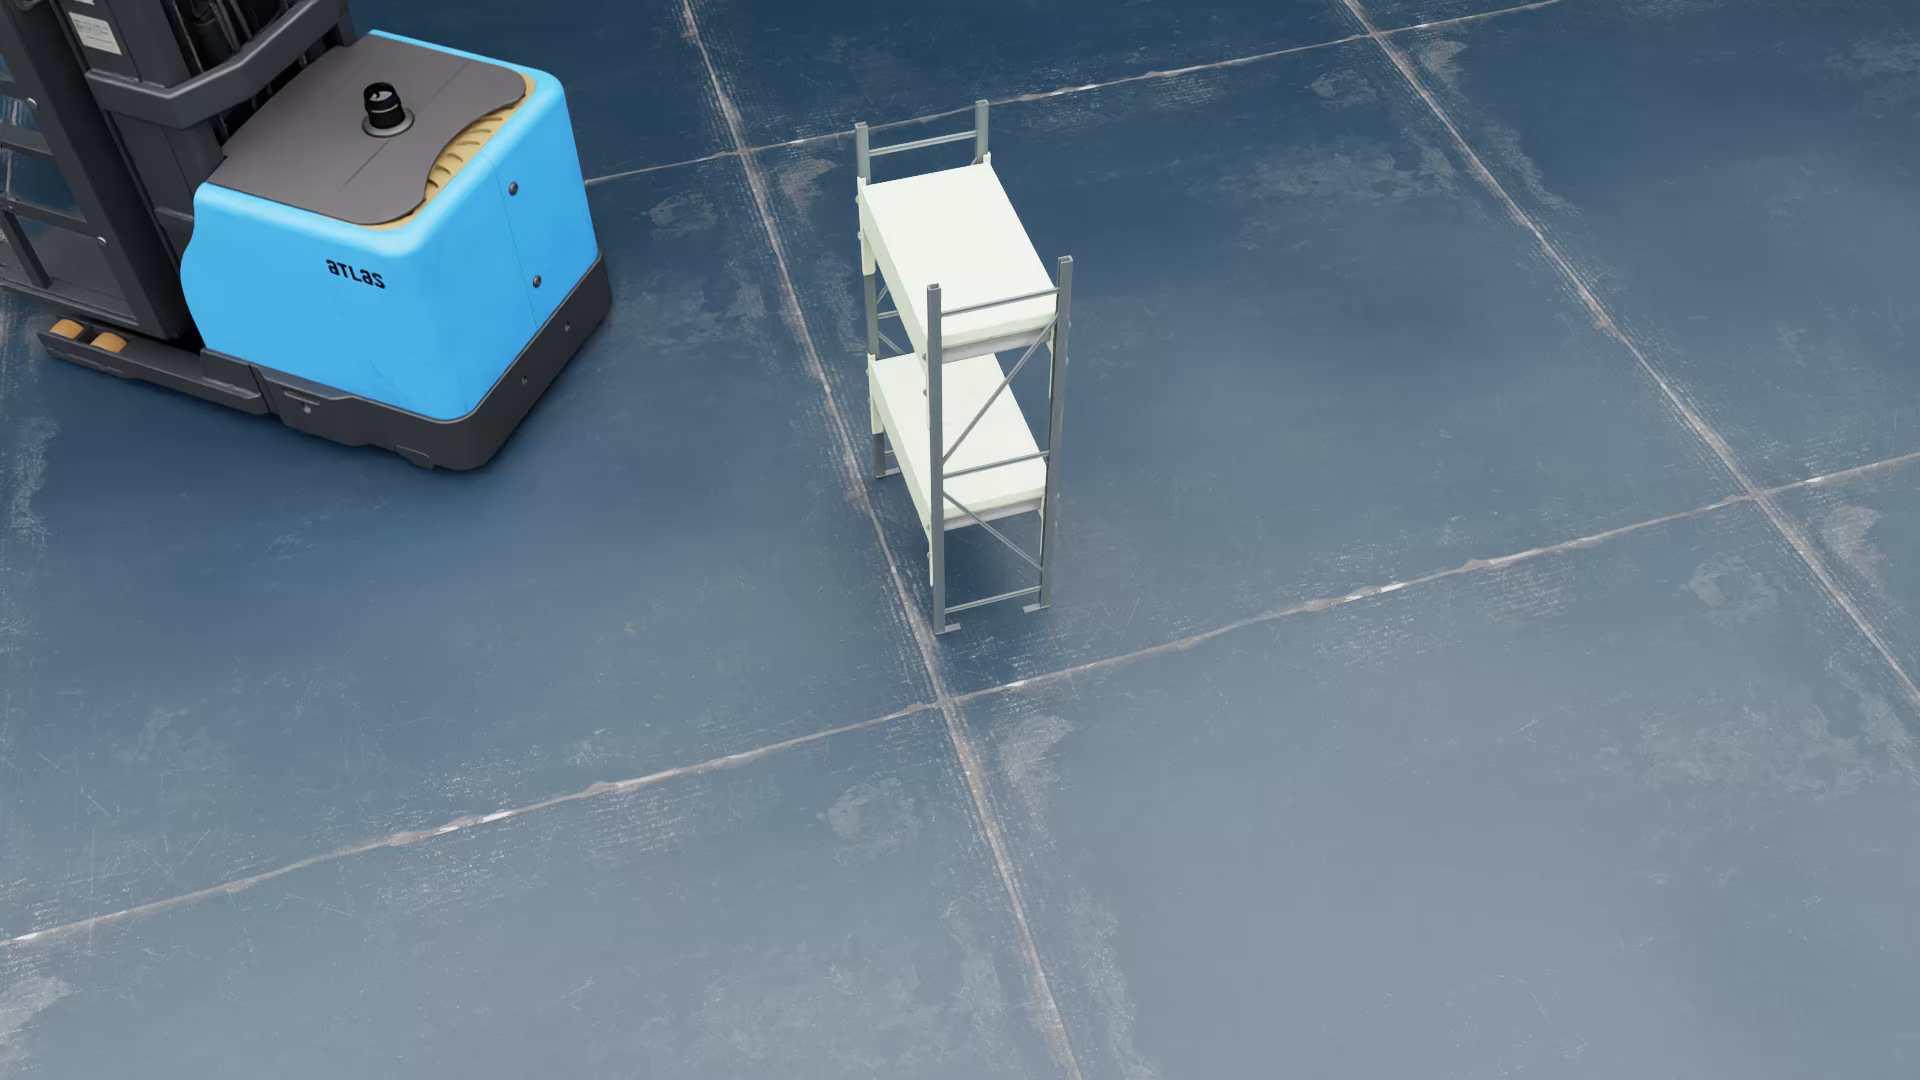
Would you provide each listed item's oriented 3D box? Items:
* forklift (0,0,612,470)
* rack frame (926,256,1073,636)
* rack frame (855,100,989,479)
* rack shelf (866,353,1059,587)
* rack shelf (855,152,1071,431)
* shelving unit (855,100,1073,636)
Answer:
[{"bbox_3d":[-2.914,-1.919,5.451,3.031,2.935,1.130,17,52,14],"label":"forklift"},{"bbox_3d":[0.106,-0.221,4.955,0.400,1.500,0.023,-13,51,-11],"label":"rack frame"},{"bbox_3d":[-0.110,-0.756,5.406,0.400,1.500,0.023,-13,51,-11],"label":"rack frame"},{"bbox_3d":[-0.002,-0.278,5.430,0.431,0.370,0.720,-13,51,-11],"label":"rack shelf"},{"bbox_3d":[-0.002,-0.740,4.882,0.431,0.370,0.720,-13,51,-11],"label":"rack shelf"},{"bbox_3d":[-0.002,-0.488,5.181,0.431,1.500,0.755,-13,51,-11],"label":"shelving unit"}]
